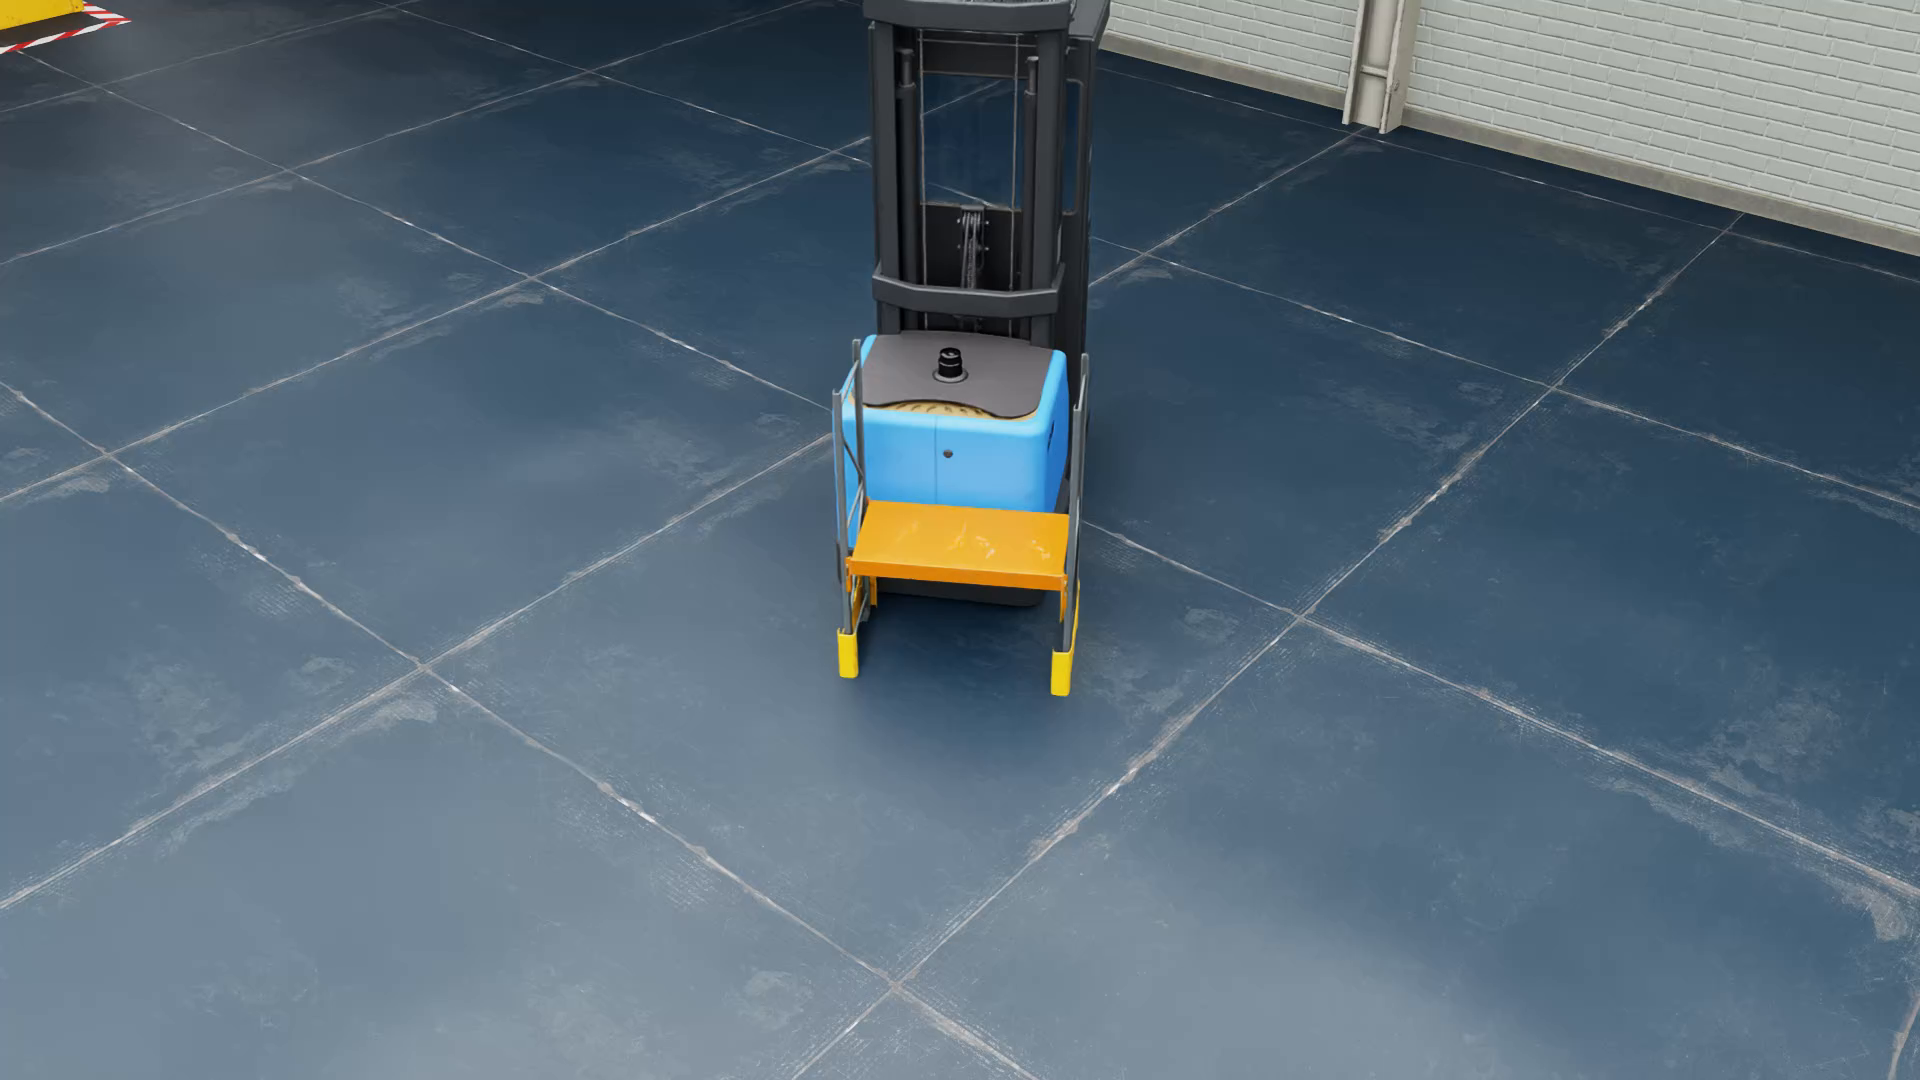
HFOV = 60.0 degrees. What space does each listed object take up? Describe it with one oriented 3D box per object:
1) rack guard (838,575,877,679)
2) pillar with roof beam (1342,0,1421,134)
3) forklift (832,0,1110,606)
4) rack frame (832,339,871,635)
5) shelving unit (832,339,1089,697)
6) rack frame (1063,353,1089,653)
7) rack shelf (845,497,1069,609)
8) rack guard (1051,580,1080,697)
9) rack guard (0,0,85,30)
[{"bbox_3d":[-0.489,0.381,7.975,0.087,0.250,0.587,4,35,6],"label":"rack guard"},{"bbox_3d":[0.659,-5.289,8.502,0.400,9.000,9.100,25,42,32],"label":"pillar with roof beam"},{"bbox_3d":[0.147,-1.709,8.650,1.130,2.935,3.031,6,35,8],"label":"forklift"},{"bbox_3d":[-0.490,-0.135,7.621,0.032,1.500,0.500,4,35,6],"label":"rack frame"},{"bbox_3d":[0.005,-0.097,7.567,1.083,1.500,0.587,4,35,6],"label":"shelving unit"},{"bbox_3d":[0.518,-0.058,7.510,0.032,1.500,0.500,4,35,6],"label":"rack frame"},{"bbox_3d":[0.014,0.052,7.667,1.000,0.185,0.538,4,35,6],"label":"rack shelf"},{"bbox_3d":[0.499,0.455,7.866,0.087,0.250,0.587,4,35,6],"label":"rack guard"},{"bbox_3d":[-9.082,-5.227,15.920,0.348,0.500,1.175,25,42,32],"label":"rack guard"}]
